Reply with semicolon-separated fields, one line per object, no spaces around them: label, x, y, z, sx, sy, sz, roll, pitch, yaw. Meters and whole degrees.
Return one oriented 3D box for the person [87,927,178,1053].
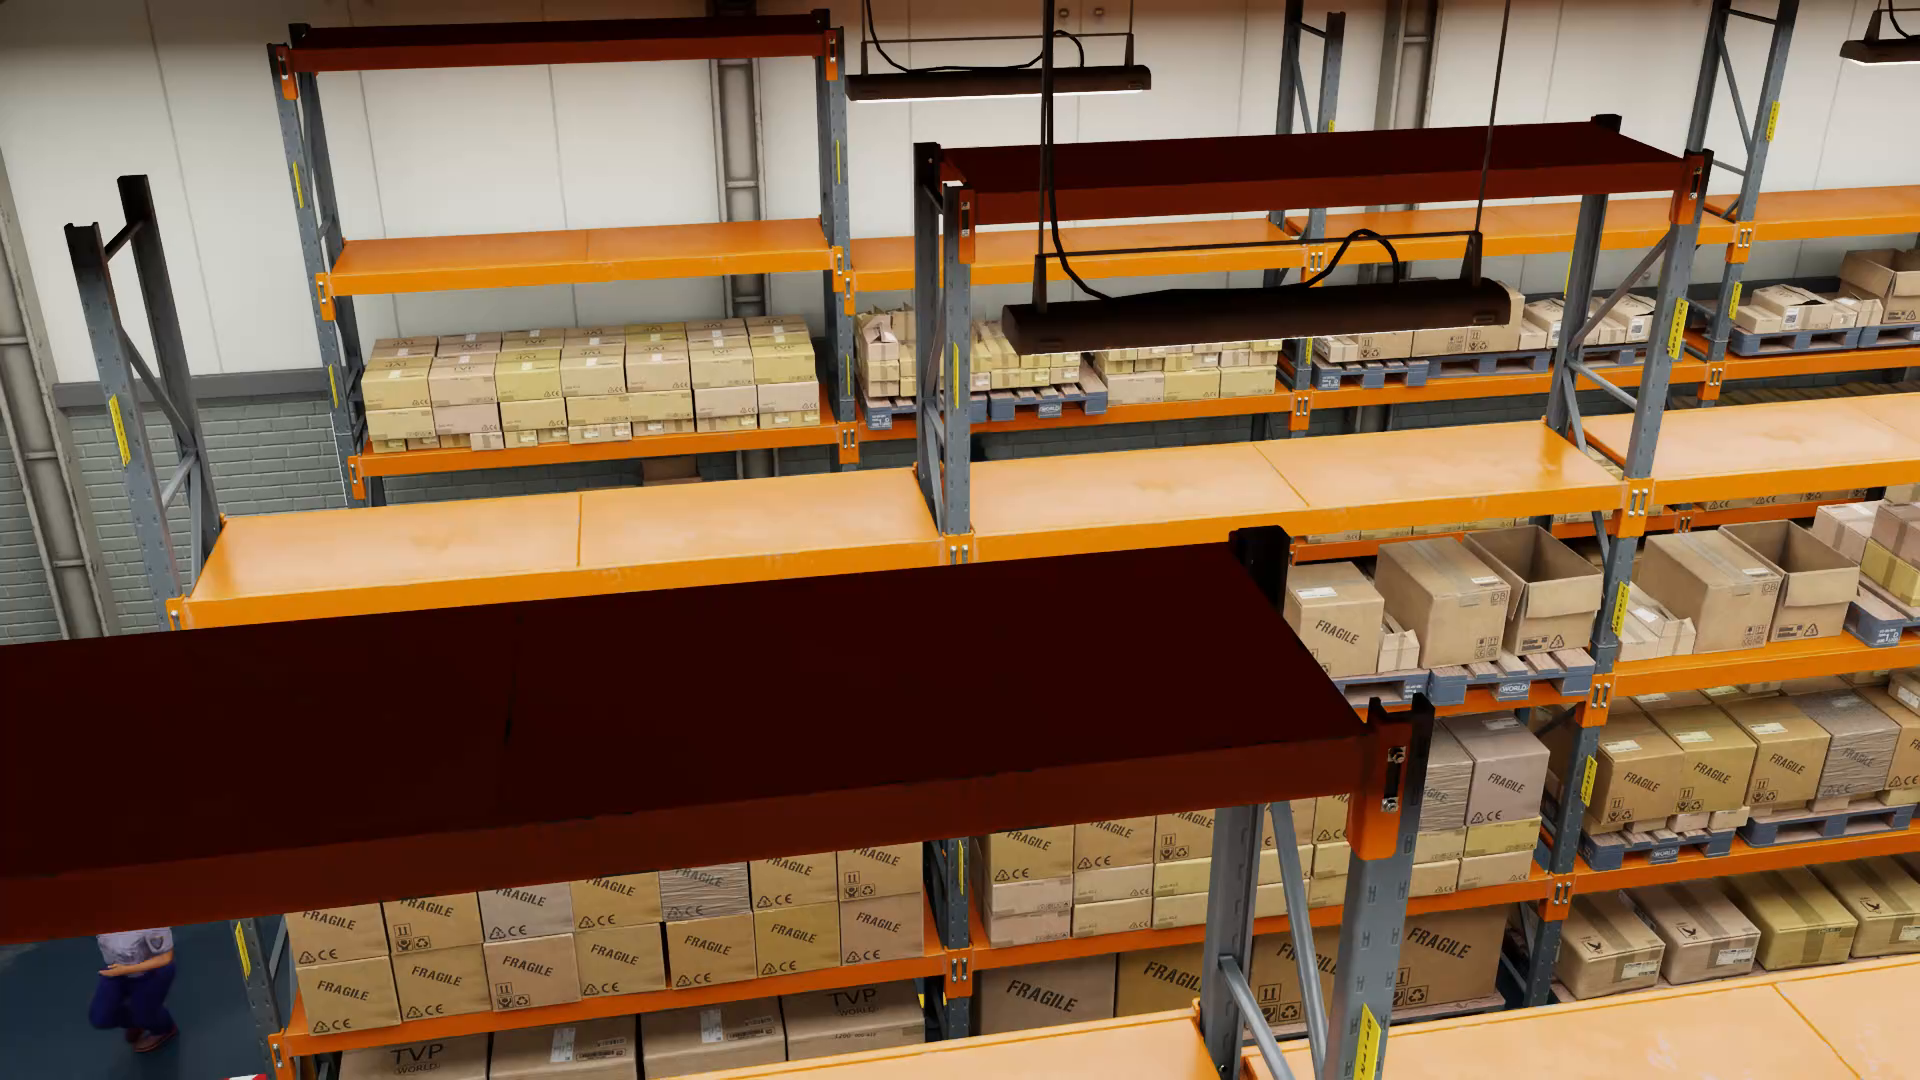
person;-5.330;2.781;10.752;0.729;1.545;0.562;10;28;20
